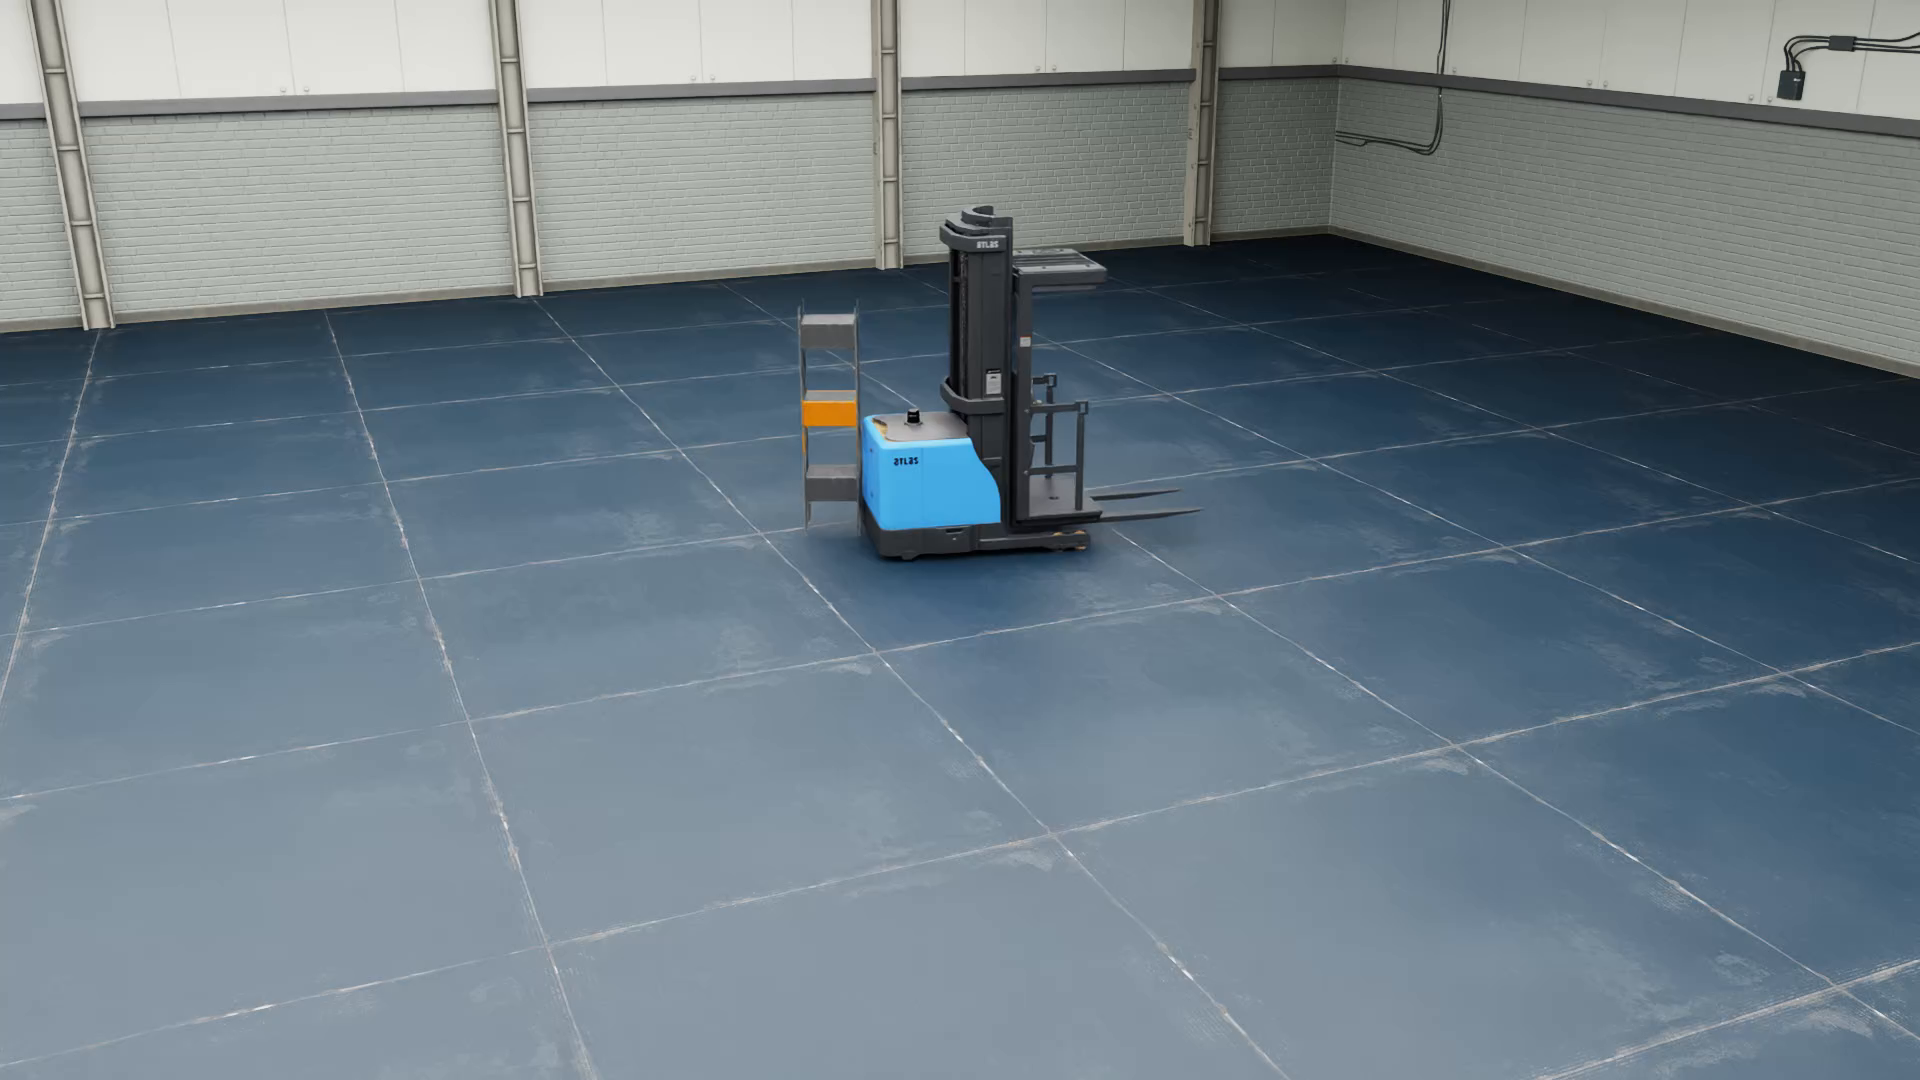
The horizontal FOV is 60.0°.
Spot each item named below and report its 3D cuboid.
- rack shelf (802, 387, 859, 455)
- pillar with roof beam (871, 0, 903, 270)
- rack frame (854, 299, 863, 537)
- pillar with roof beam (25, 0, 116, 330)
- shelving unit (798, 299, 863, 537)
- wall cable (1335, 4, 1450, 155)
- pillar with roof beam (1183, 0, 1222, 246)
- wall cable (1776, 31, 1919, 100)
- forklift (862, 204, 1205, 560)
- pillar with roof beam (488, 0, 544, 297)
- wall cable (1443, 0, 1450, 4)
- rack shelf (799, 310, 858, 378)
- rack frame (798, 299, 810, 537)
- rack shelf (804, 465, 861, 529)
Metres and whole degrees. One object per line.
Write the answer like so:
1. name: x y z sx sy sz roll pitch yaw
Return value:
1. rack shelf: -1.156 -1.075 14.956 0.480 0.518 0.431 0 19 0
2. pillar with roof beam: 0.509 -7.537 22.880 0.400 9.000 9.100 -8 21 -22
3. rack frame: -0.912 -1.088 14.952 0.015 2.100 0.400 0 19 0
4. pillar with roof beam: -10.509 -5.959 18.396 0.400 9.000 9.100 -8 21 -22
5. shelving unit: -1.156 -1.088 14.952 0.503 2.100 0.431 0 19 0
6. wall cable: 7.542 -8.159 29.321 0.112 2.526 3.097 -8 21 -22
7. pillar with roof beam: 6.019 -8.327 25.121 0.400 9.000 9.100 -8 21 -22
8. wall cable: 11.288 -8.331 20.012 0.169 6.003 2.305 -8 21 -22
9. forklift: 0.679 -1.446 14.717 3.031 2.935 1.130 -4 20 -12
10. pillar with roof beam: -5.000 -6.748 20.638 0.400 9.000 9.100 -8 21 -22
11. wall cable: 8.614 -9.716 26.139 0.112 2.526 3.097 -8 21 -22
12. rack shelf: -1.156 -1.736 14.724 0.480 0.518 0.431 0 19 0
13. rack frame: -1.400 -1.088 14.951 0.015 2.100 0.400 0 19 0
14. rack shelf: -1.156 -0.415 15.189 0.480 0.518 0.431 0 19 0
